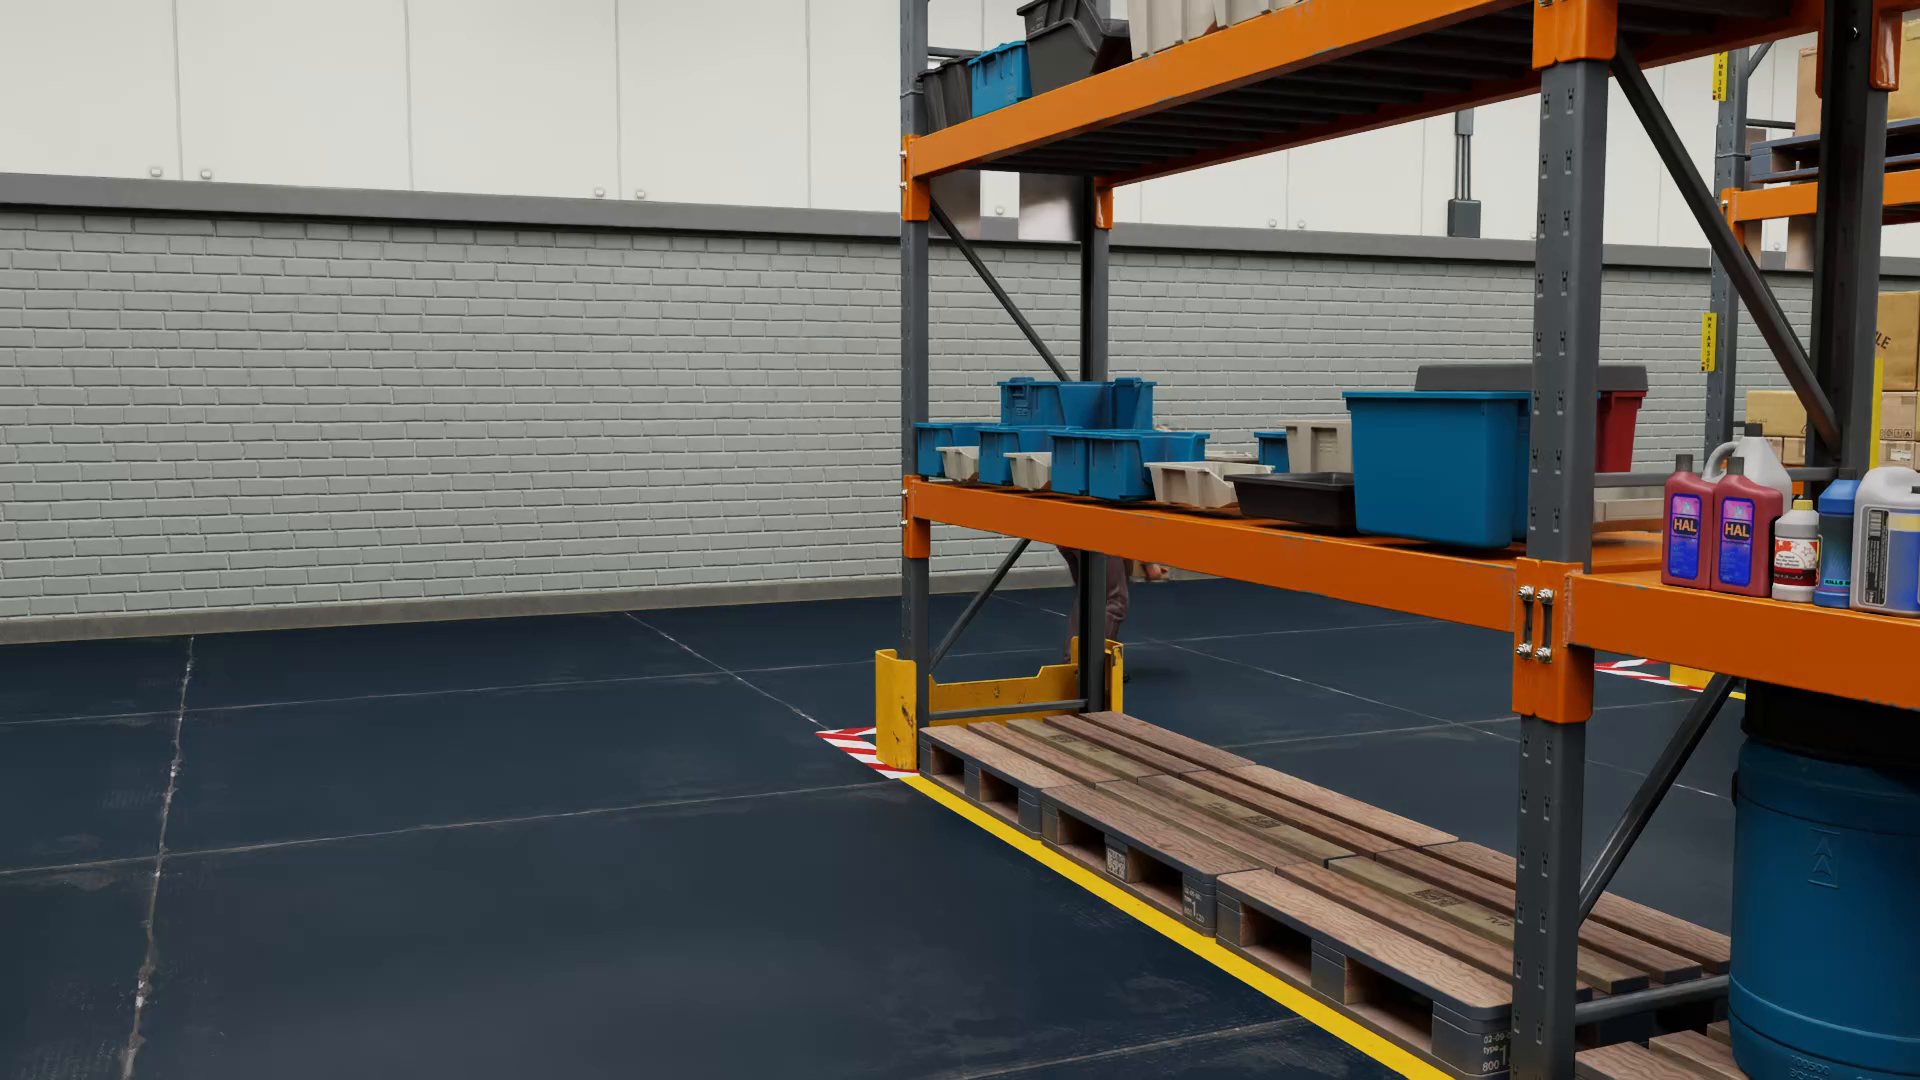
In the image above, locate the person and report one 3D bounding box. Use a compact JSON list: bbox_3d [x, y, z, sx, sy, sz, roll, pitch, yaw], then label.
[{"bbox_3d":[0.942,0.077,9.852,0.799,1.487,0.466,-2,6,-25],"label":"person"}]
